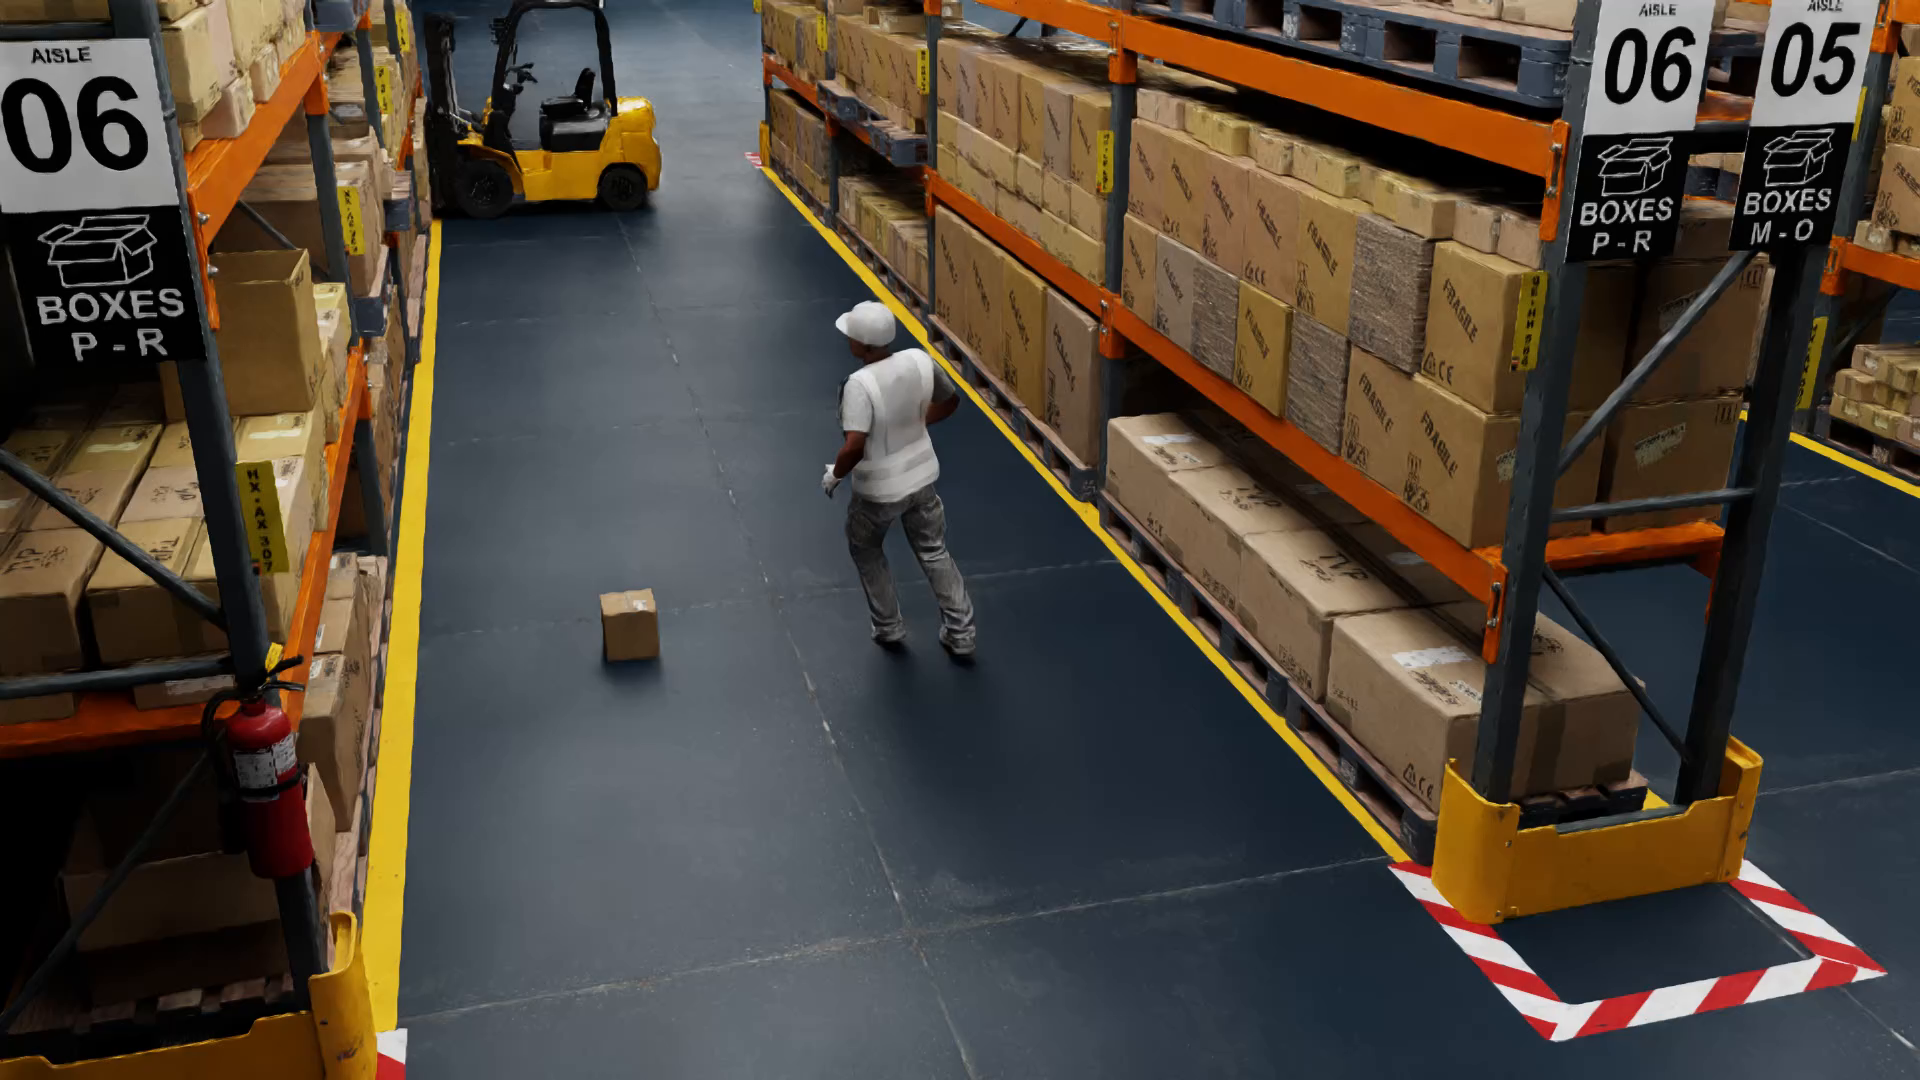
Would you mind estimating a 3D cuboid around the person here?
[{"bbox_3d":[-0.326,-0.219,7.676,0.755,1.812,0.619,-19,29,-37],"label":"person"}]
